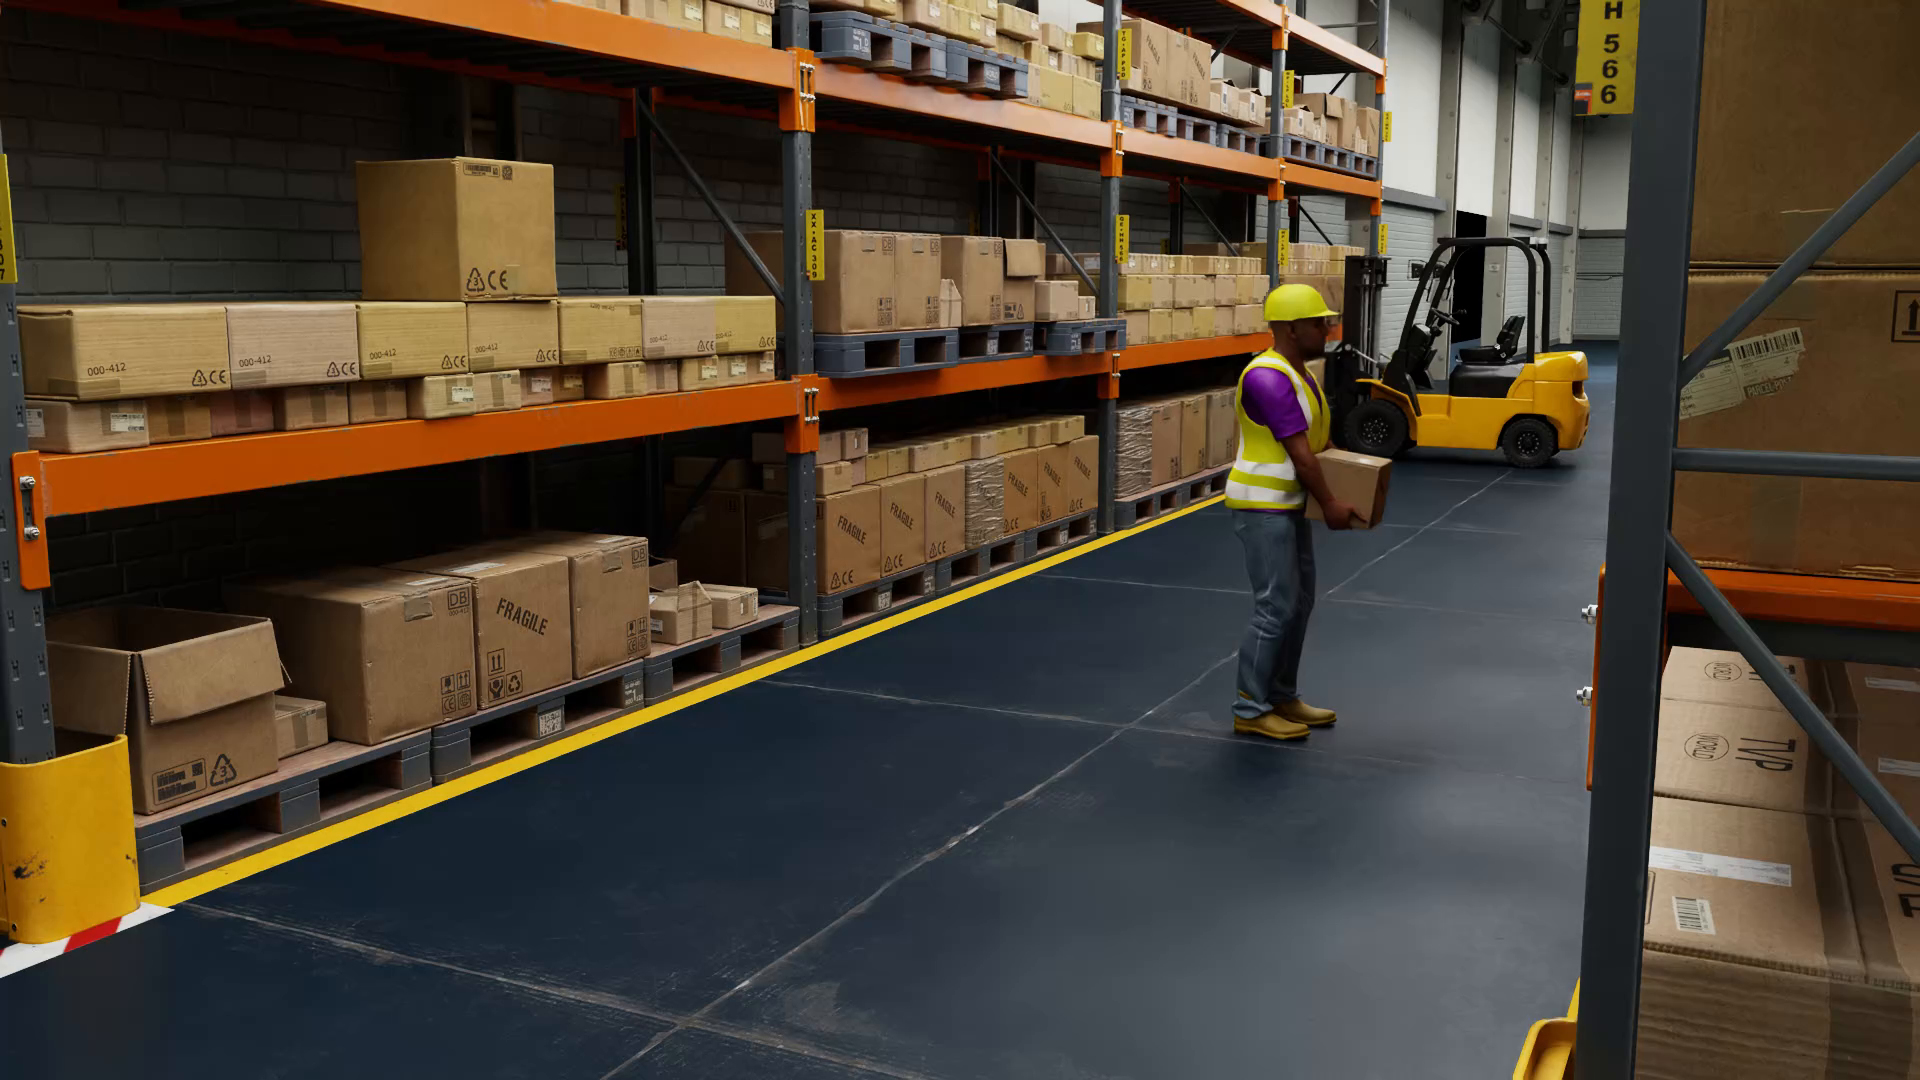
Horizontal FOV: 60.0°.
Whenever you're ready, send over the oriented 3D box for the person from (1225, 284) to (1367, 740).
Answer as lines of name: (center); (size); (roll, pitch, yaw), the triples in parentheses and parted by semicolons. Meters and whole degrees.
person: (1.343, -0.115, 6.534); (0.570, 1.759, 0.505); (4, 10, 25)
